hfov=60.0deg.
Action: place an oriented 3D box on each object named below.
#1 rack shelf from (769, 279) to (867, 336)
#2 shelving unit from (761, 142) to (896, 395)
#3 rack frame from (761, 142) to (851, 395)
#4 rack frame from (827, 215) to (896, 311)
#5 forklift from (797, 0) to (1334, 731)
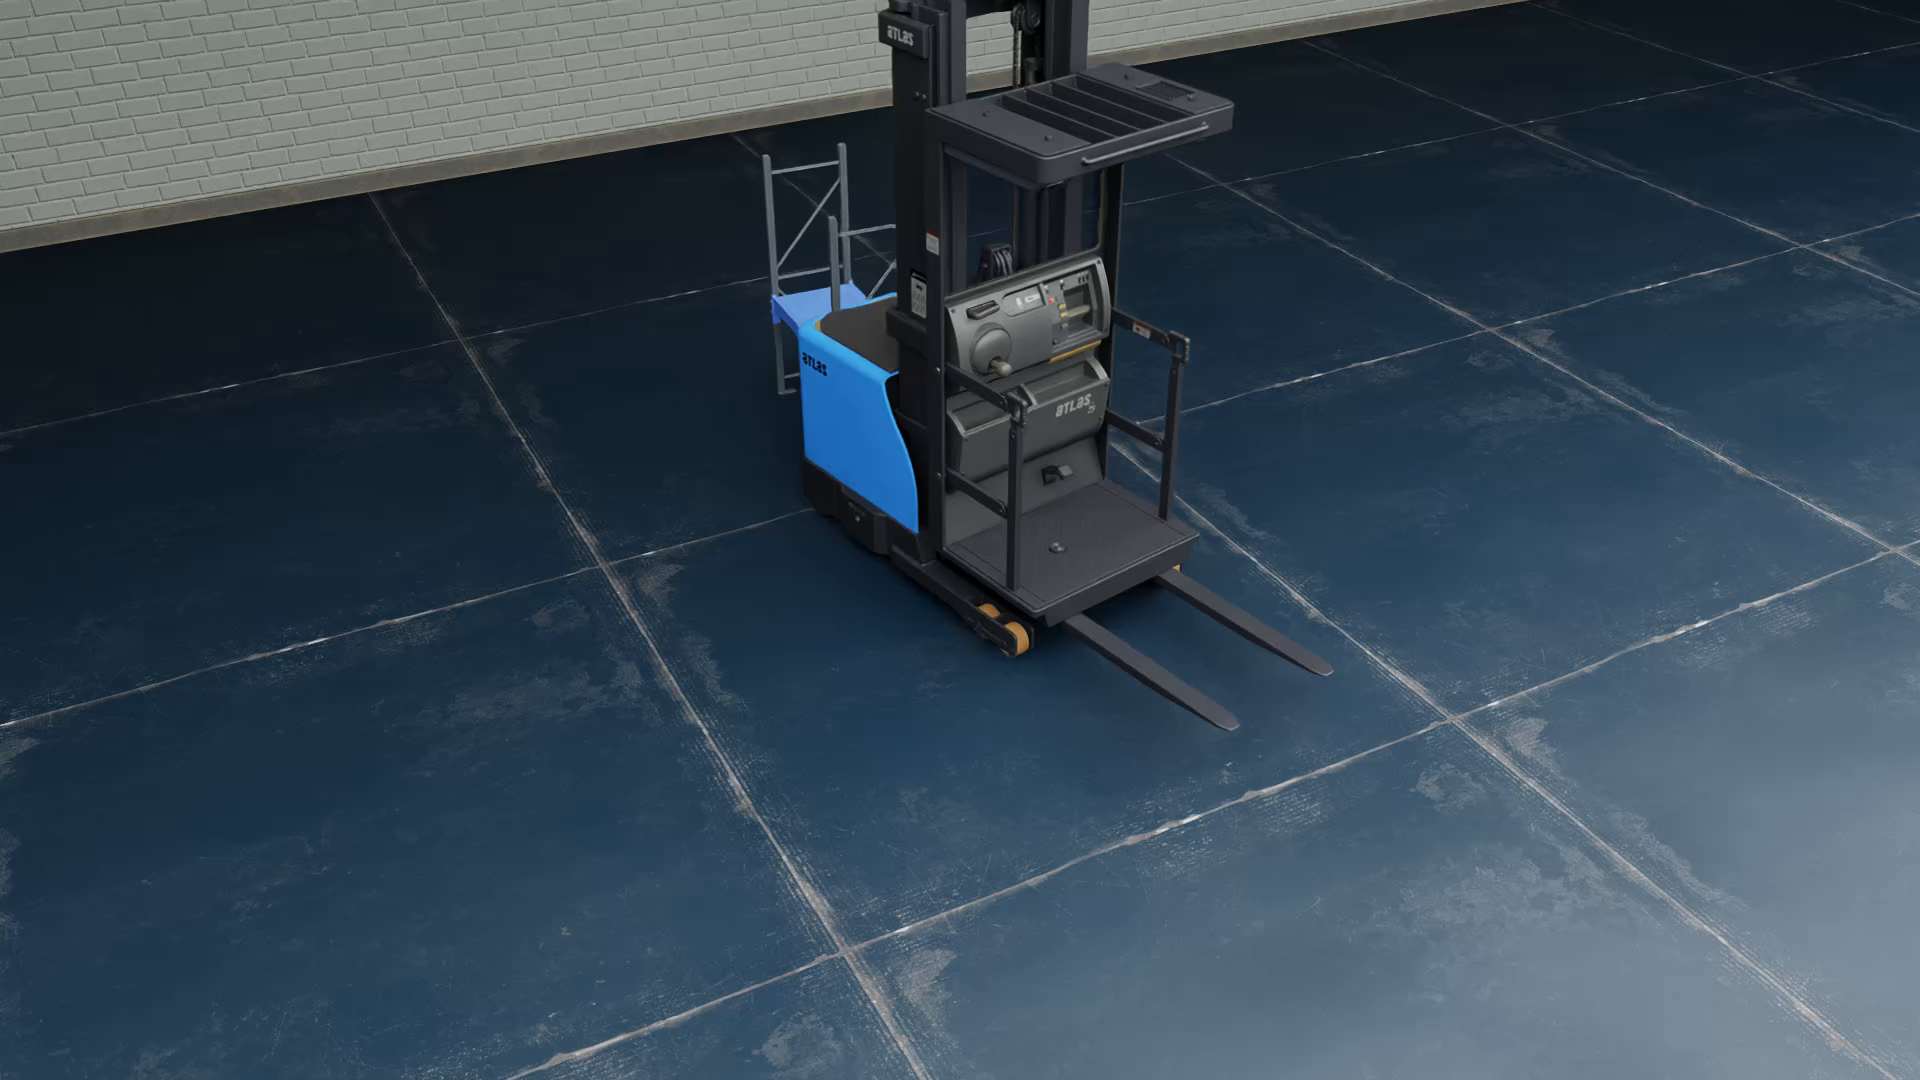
[{"bbox_3d":[-0.668,-1.181,9.537,0.538,0.185,1.000,-14,35,-21],"label":"rack shelf"},{"bbox_3d":[-0.668,-1.333,9.440,0.538,1.500,1.048,-14,35,-21],"label":"shelving unit"},{"bbox_3d":[-0.884,-1.581,9.828,0.500,1.500,0.032,-14,35,-21],"label":"rack frame"},{"bbox_3d":[-0.452,-1.085,9.053,0.500,1.500,0.032,-14,35,-21],"label":"rack frame"},{"bbox_3d":[0.465,-0.985,7.570,1.130,2.935,3.031,-23,39,-32],"label":"forklift"}]
